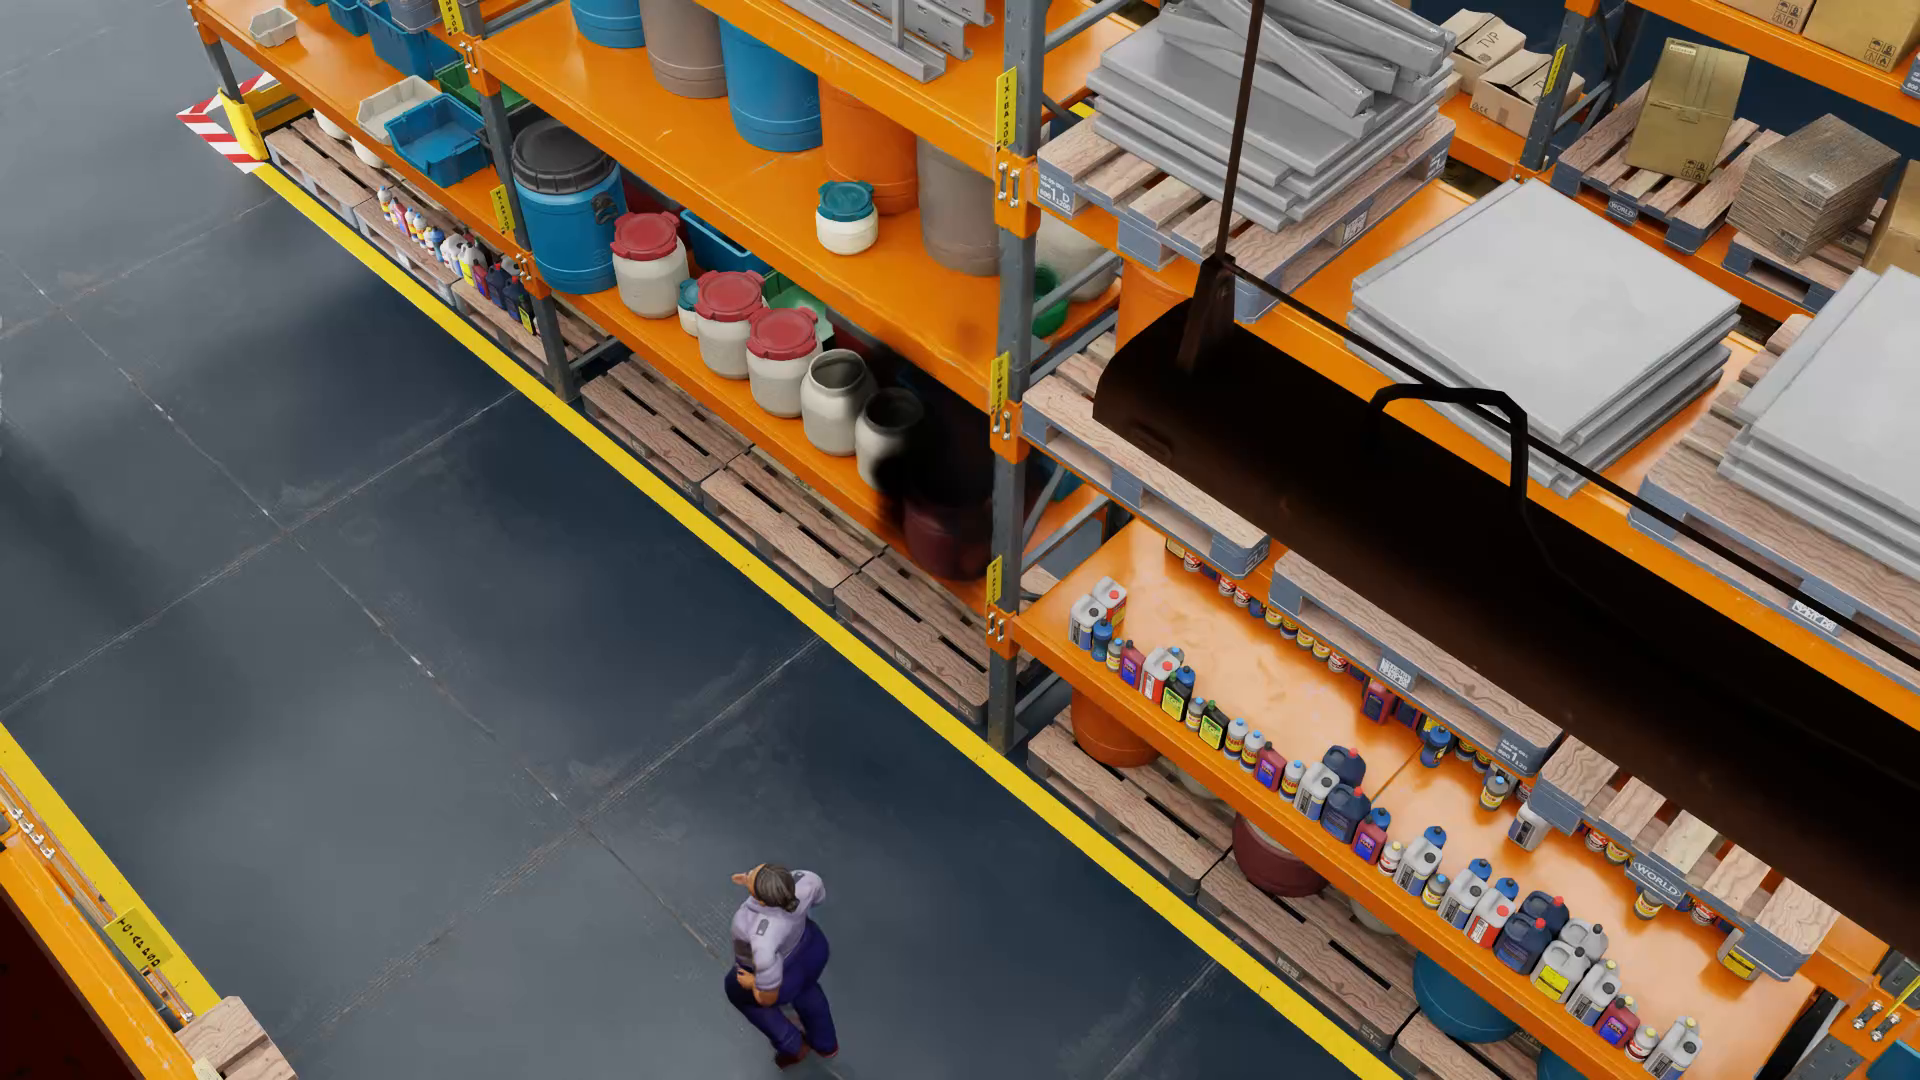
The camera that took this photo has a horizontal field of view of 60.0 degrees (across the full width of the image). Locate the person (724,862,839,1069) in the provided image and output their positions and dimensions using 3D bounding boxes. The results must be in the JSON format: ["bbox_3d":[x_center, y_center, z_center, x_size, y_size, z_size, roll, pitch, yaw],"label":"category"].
[{"bbox_3d":[-0.851,1.871,7.437,0.576,1.691,0.591,29,56,22],"label":"person"}]
